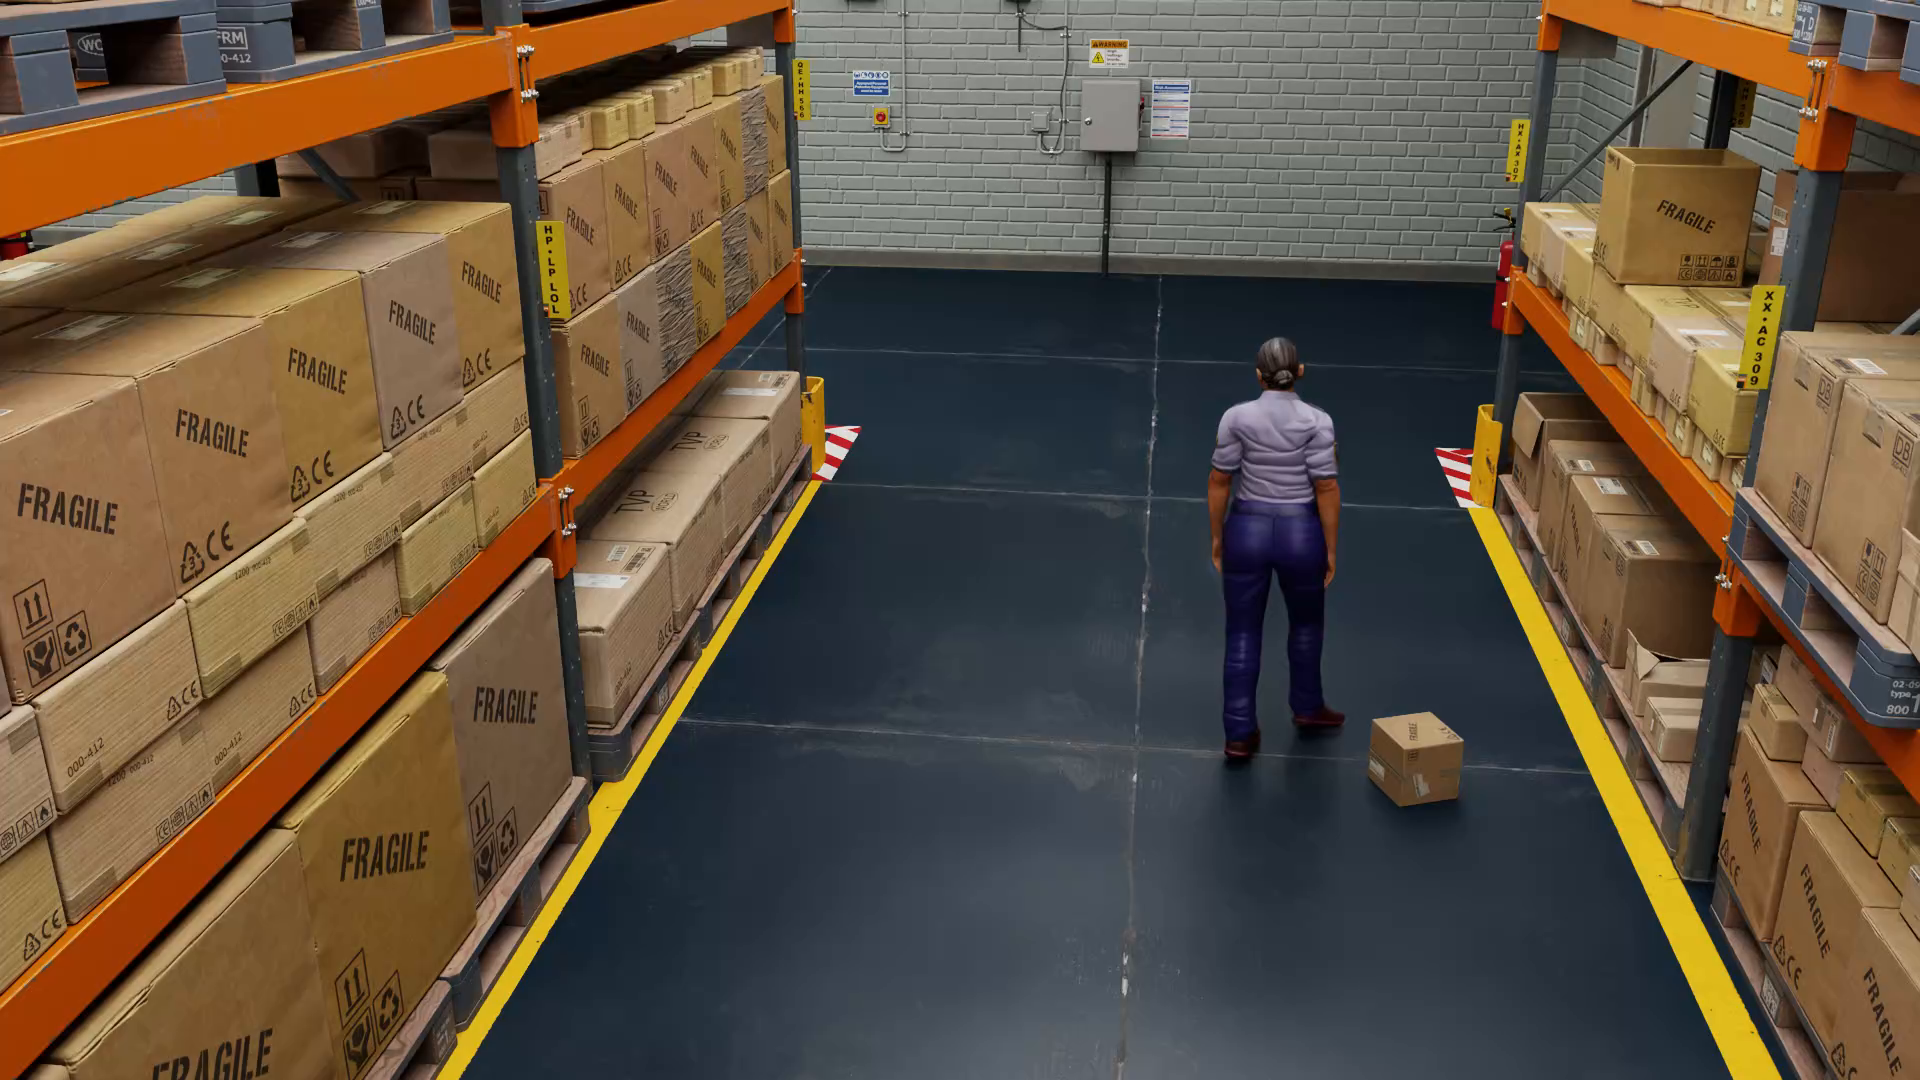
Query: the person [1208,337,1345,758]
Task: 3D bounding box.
[{"bbox_3d":[1.256,0.058,6.504,0.606,1.684,0.604,6,22,14],"label":"person"}]
